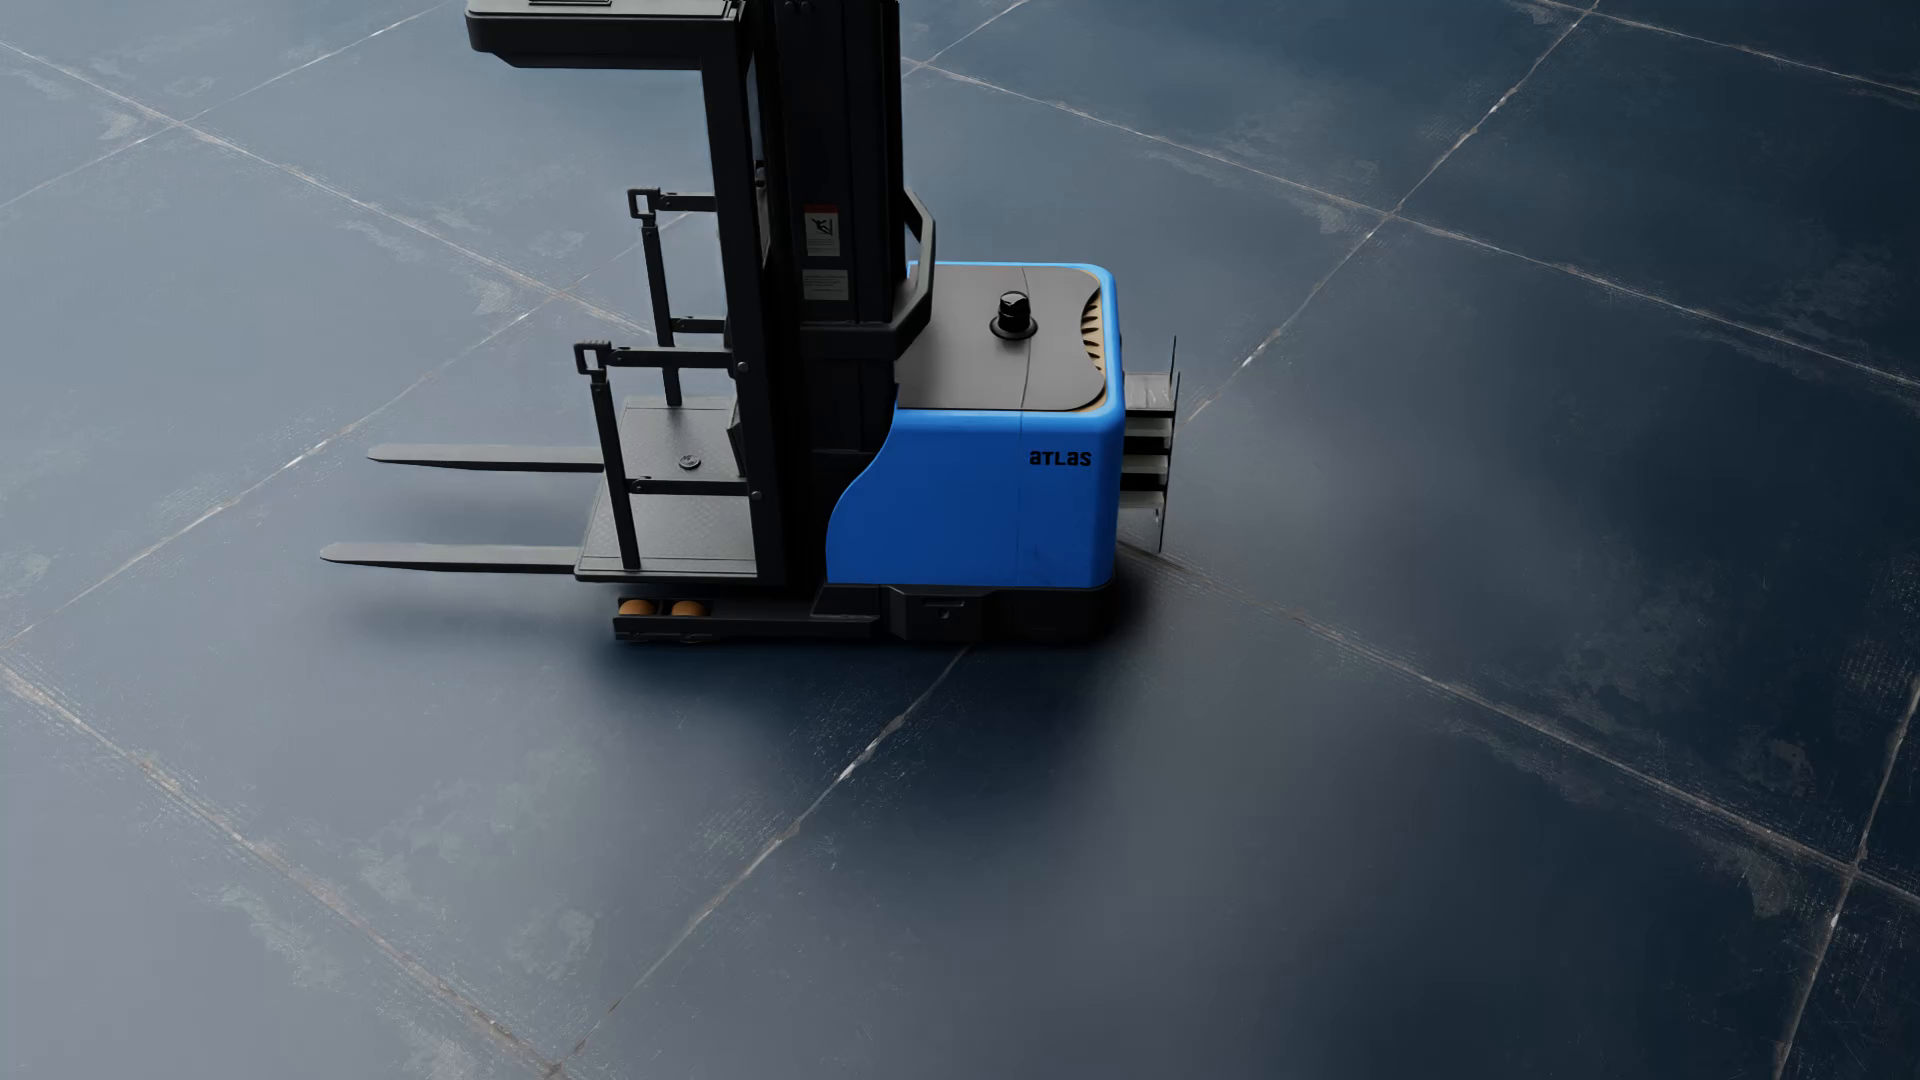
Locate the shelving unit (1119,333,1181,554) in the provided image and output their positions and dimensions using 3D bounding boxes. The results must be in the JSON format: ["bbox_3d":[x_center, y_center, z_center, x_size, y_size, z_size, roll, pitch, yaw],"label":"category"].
[{"bbox_3d":[0.706,-0.362,6.480,0.210,0.900,0.258,1,42,1],"label":"shelving unit"}]

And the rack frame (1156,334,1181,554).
[{"bbox_3d":[0.808,-0.360,6.478,0.006,0.900,0.240,1,42,1],"label":"rack frame"}]

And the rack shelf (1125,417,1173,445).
[{"bbox_3d":[0.706,-0.472,6.382,0.200,0.077,0.258,1,42,1],"label":"rack shelf"}]

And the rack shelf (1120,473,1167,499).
[{"bbox_3d":[0.706,-0.270,6.562,0.200,0.077,0.258,1,42,1],"label":"rack shelf"}]

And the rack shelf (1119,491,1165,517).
[{"bbox_3d":[0.706,-0.203,6.622,0.200,0.077,0.258,1,42,1],"label":"rack shelf"}]

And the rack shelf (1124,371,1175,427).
[{"bbox_3d":[0.706,-0.539,6.322,0.200,0.077,0.258,1,42,1],"label":"rack shelf"}]

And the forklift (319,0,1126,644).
[{"bbox_3d":[-0.923,-1.052,5.728,3.031,2.935,1.130,1,42,1],"label":"forklift"}]

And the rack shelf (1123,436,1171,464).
[{"bbox_3d":[0.706,-0.405,6.442,0.200,0.077,0.258,1,42,1],"label":"rack shelf"}]

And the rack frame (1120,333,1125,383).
[{"bbox_3d":[0.605,-0.364,6.482,0.006,0.900,0.240,1,42,1],"label":"rack frame"}]

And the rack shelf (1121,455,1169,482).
[{"bbox_3d":[0.706,-0.338,6.502,0.200,0.077,0.258,1,42,1],"label":"rack shelf"}]
